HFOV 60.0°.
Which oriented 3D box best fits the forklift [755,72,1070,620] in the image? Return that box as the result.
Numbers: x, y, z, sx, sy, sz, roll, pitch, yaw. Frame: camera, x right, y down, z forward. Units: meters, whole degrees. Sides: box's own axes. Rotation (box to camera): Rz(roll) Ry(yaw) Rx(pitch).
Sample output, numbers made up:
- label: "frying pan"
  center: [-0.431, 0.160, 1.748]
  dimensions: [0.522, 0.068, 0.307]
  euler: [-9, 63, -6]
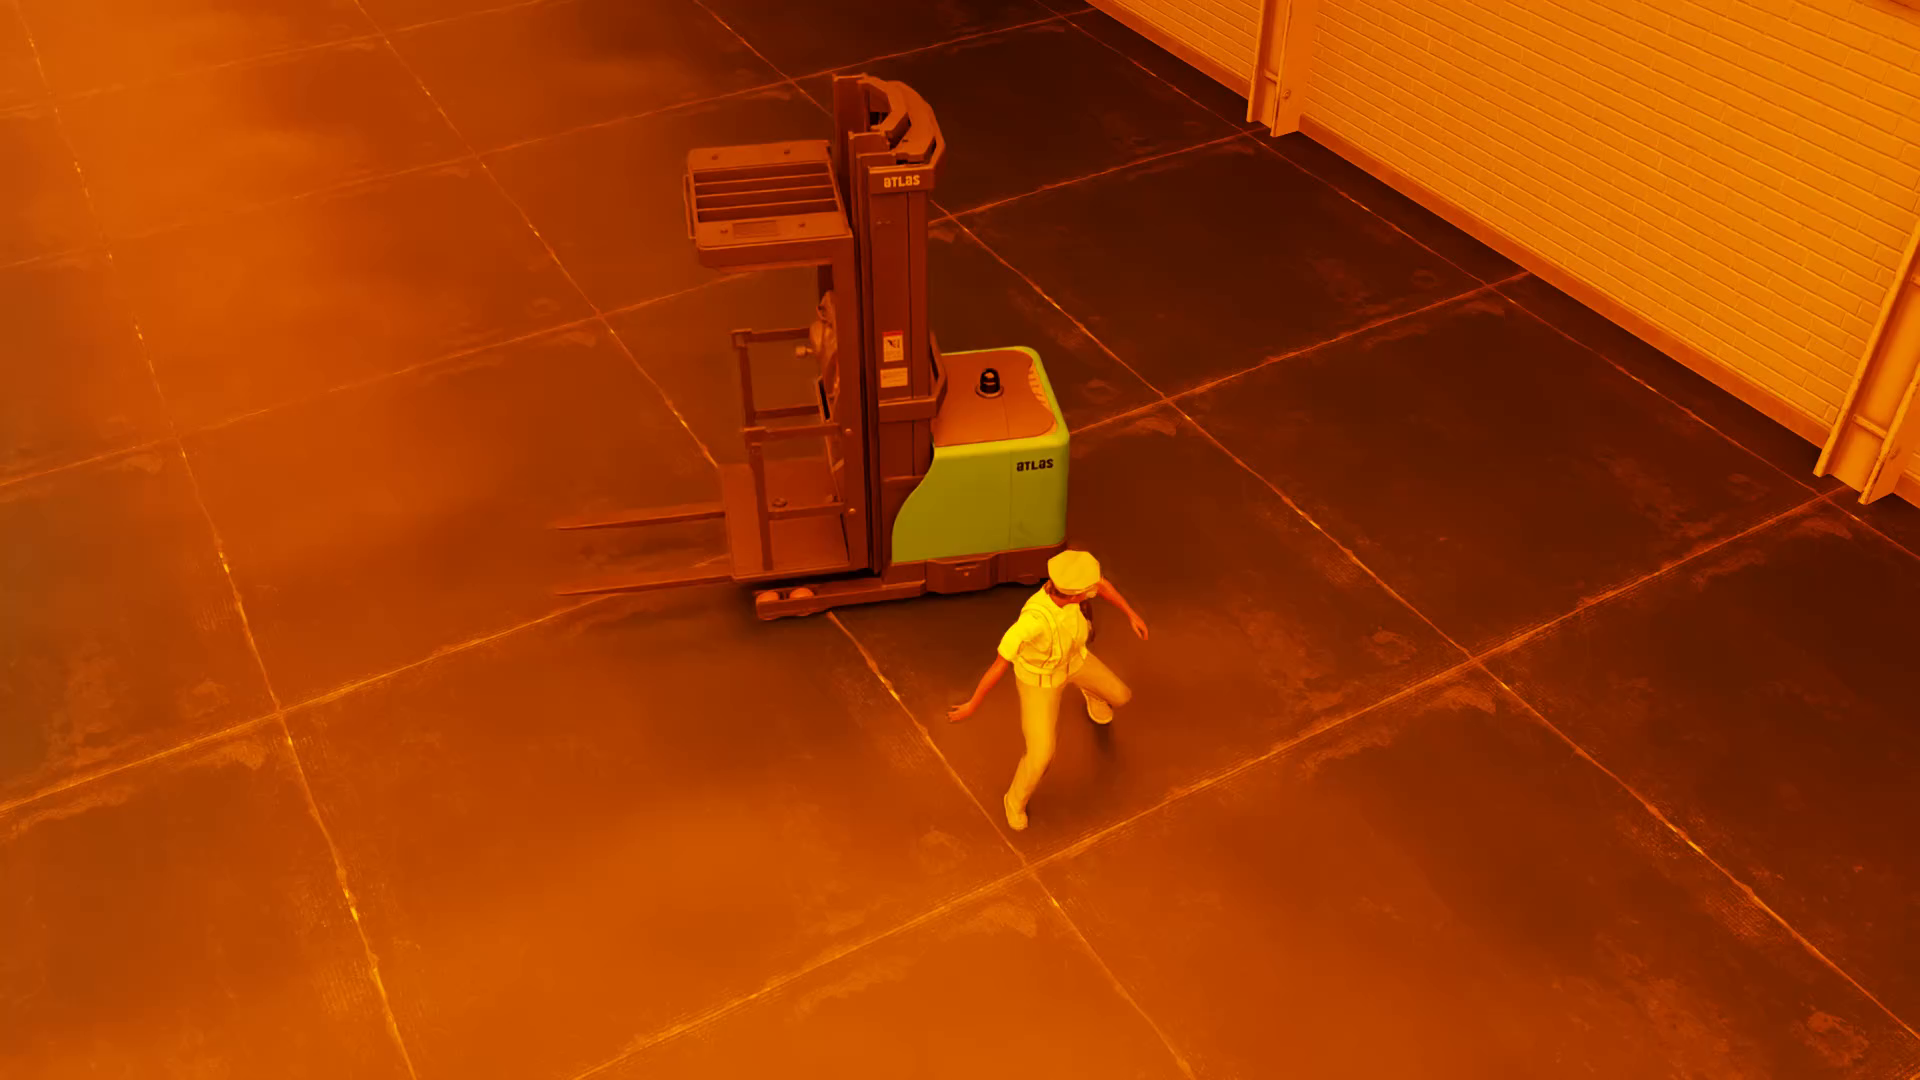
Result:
- label: "forklift"
  center: [-0.927, -1.024, 9.271]
  dimensions: [3.031, 2.935, 1.130]
  euler: [-6, 40, -8]

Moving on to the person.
- label: "person"
  center: [0.544, 0.610, 8.369]
  dimensions: [0.901, 1.428, 0.463]
  euler: [-30, 48, -31]
